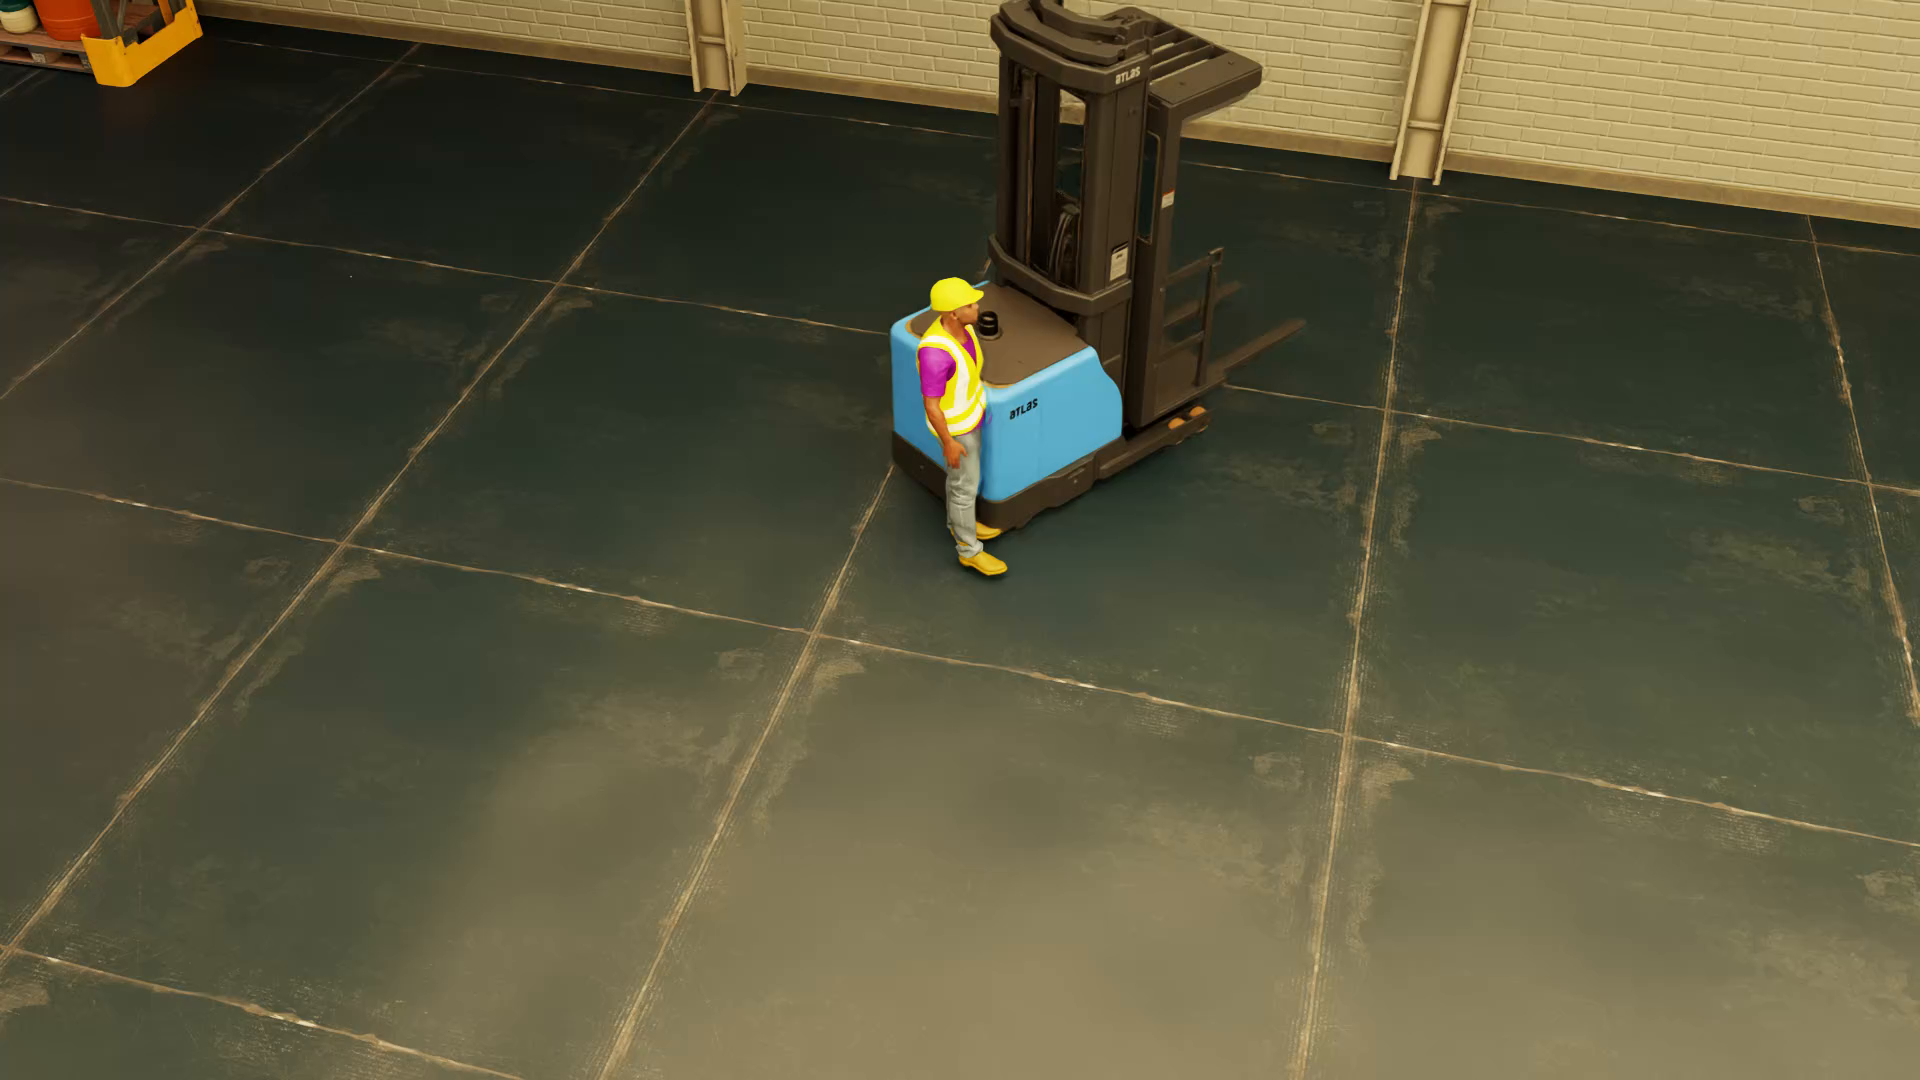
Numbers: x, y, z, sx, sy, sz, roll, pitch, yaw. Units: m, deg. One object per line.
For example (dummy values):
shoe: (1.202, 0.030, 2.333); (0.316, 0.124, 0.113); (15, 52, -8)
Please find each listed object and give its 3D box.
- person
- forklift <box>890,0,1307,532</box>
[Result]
person: (0.065, -0.684, 9.453); (0.577, 1.765, 0.665); (10, 42, 11)
forklift: (1.020, -1.966, 10.105); (3.031, 2.935, 1.130); (-29, 49, -29)
